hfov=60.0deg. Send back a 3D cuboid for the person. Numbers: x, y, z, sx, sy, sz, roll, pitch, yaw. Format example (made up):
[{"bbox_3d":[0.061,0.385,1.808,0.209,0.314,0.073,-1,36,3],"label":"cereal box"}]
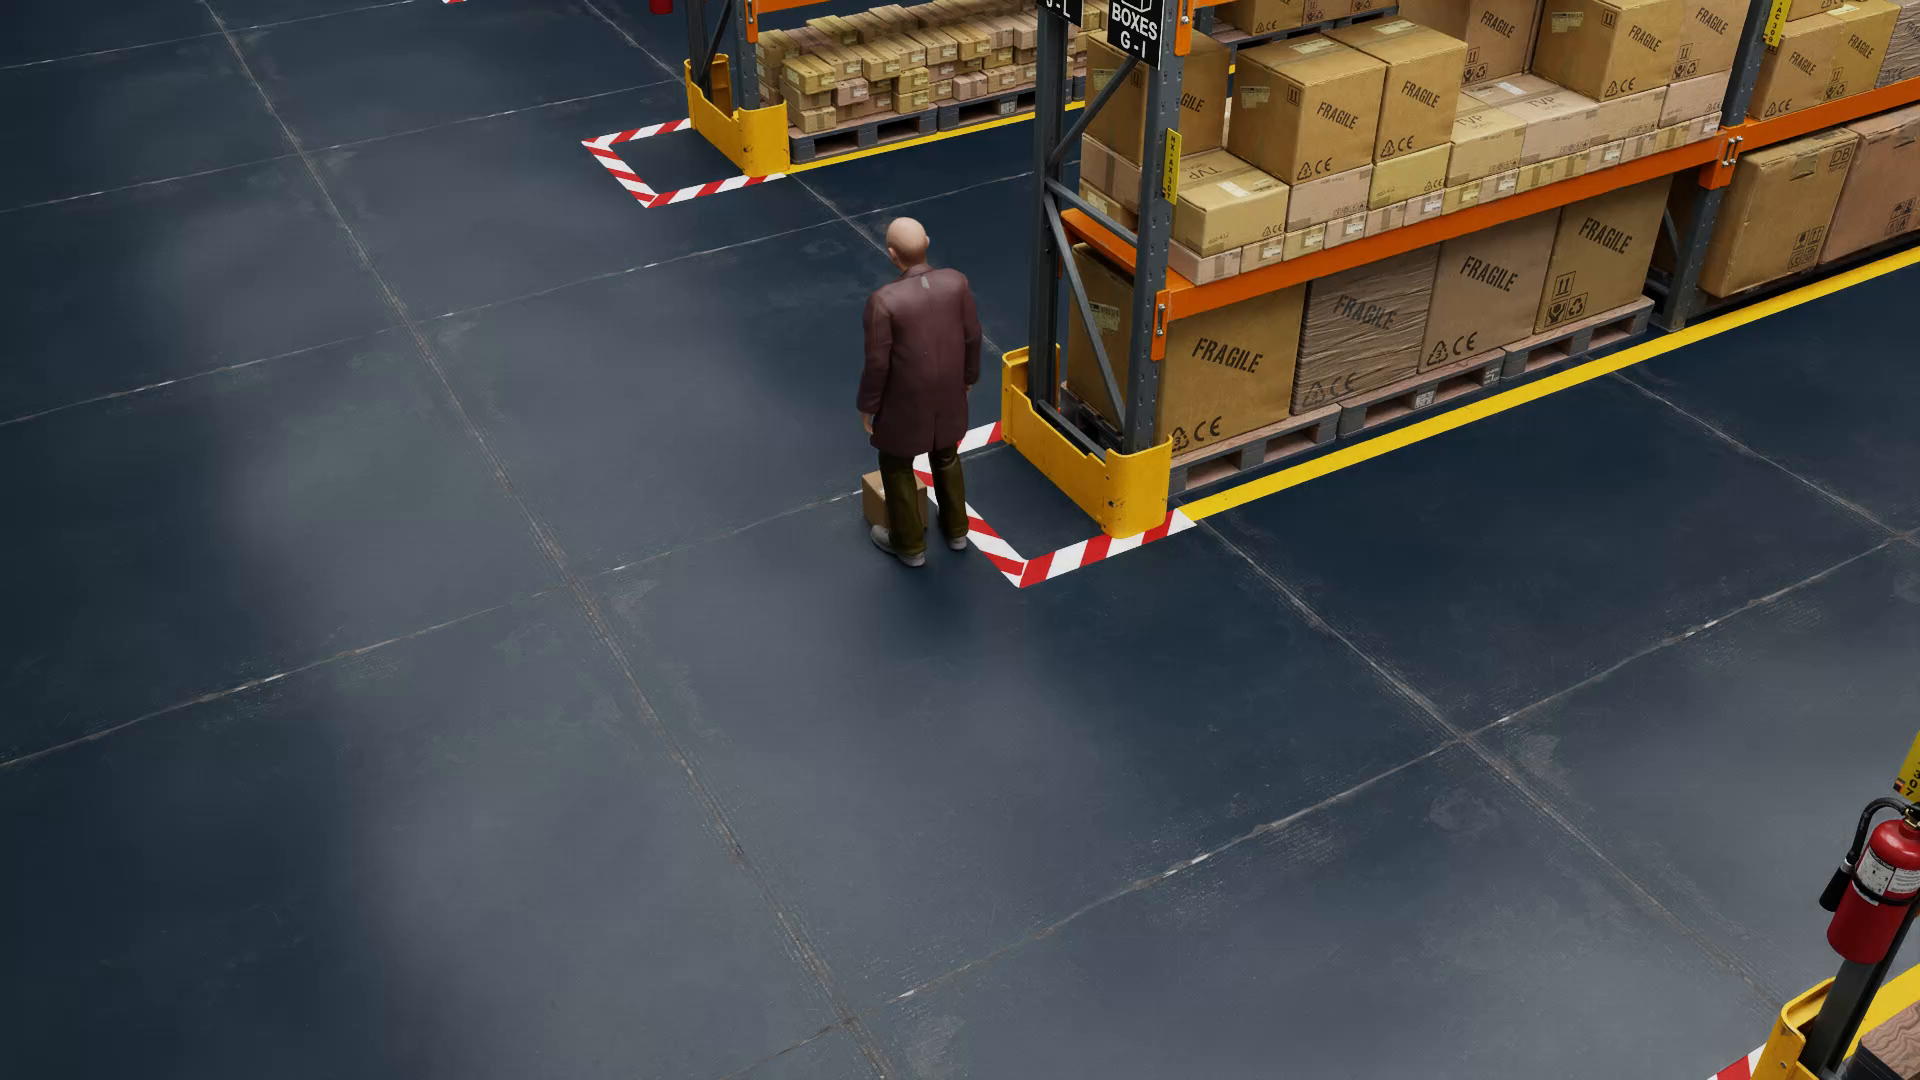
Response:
[{"bbox_3d":[-0.196,-0.690,7.880,0.642,1.773,0.428,-19,40,-24],"label":"person"}]
